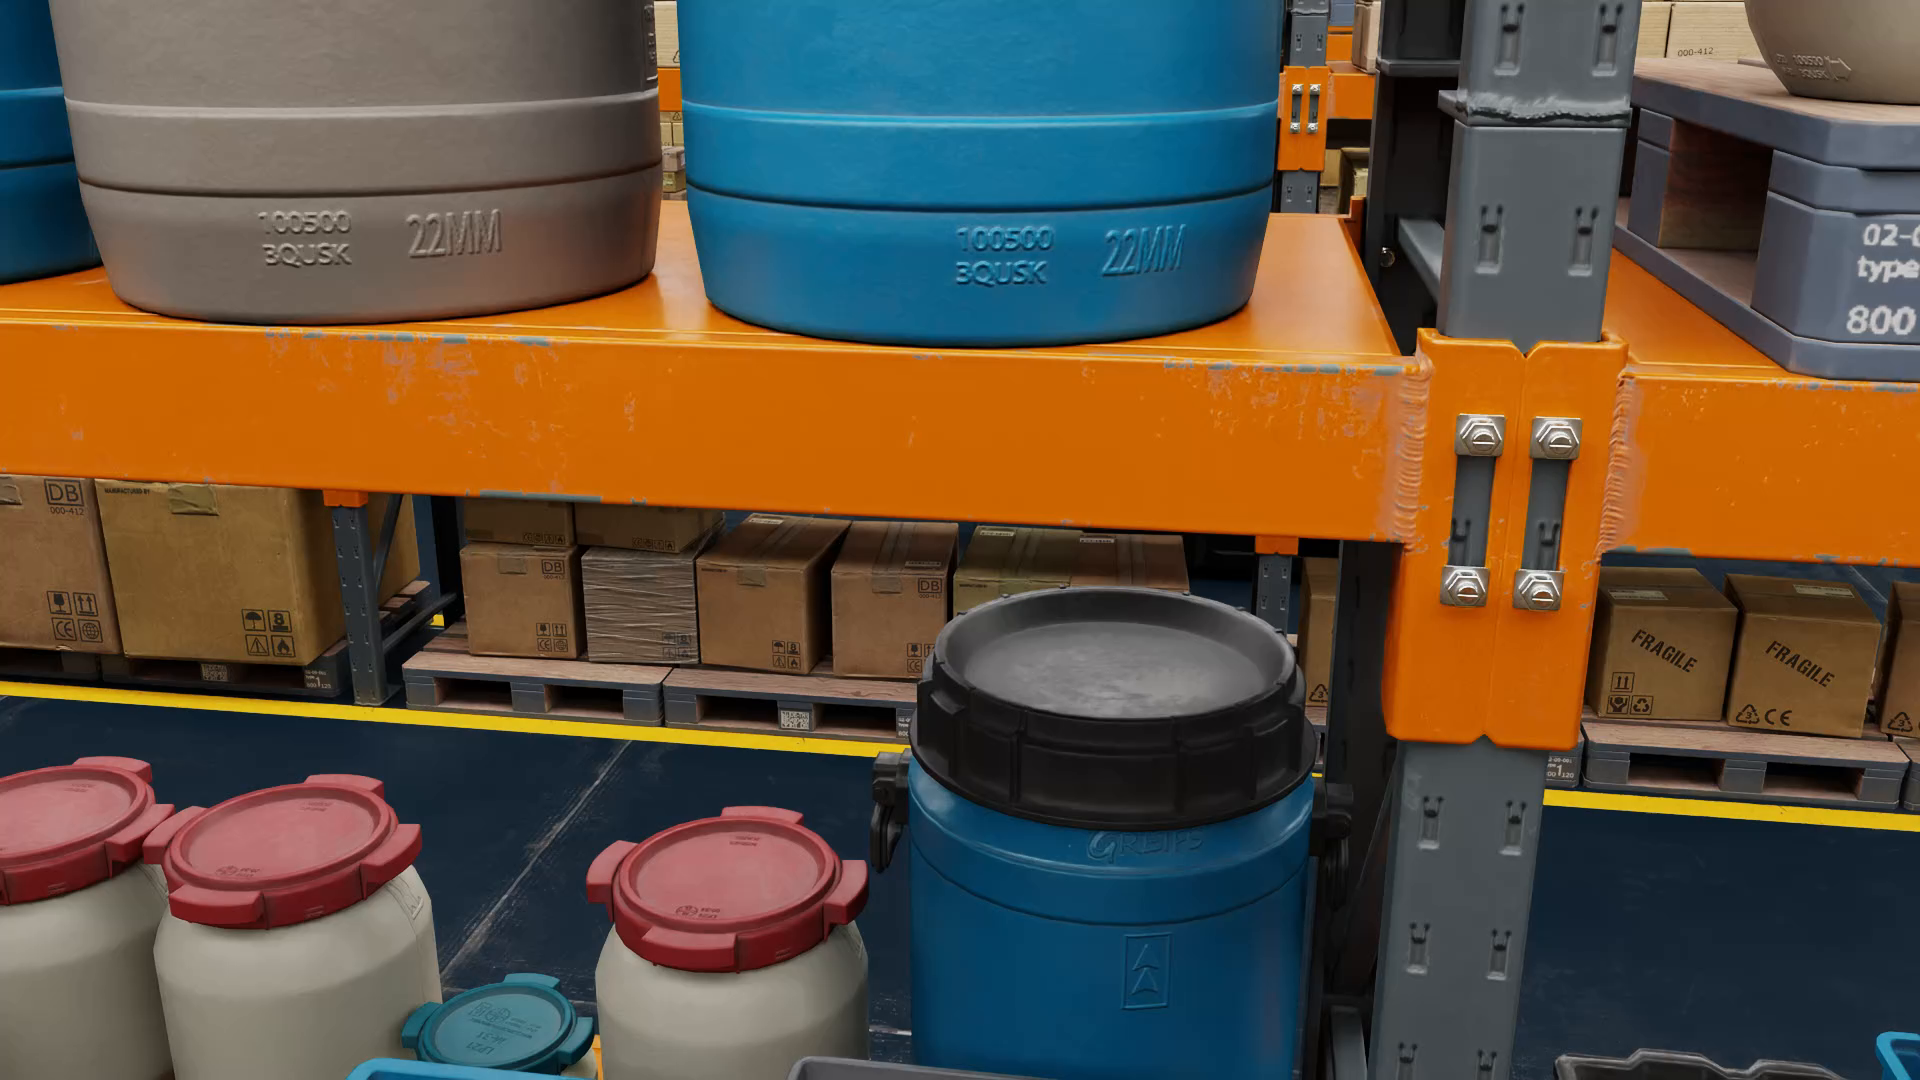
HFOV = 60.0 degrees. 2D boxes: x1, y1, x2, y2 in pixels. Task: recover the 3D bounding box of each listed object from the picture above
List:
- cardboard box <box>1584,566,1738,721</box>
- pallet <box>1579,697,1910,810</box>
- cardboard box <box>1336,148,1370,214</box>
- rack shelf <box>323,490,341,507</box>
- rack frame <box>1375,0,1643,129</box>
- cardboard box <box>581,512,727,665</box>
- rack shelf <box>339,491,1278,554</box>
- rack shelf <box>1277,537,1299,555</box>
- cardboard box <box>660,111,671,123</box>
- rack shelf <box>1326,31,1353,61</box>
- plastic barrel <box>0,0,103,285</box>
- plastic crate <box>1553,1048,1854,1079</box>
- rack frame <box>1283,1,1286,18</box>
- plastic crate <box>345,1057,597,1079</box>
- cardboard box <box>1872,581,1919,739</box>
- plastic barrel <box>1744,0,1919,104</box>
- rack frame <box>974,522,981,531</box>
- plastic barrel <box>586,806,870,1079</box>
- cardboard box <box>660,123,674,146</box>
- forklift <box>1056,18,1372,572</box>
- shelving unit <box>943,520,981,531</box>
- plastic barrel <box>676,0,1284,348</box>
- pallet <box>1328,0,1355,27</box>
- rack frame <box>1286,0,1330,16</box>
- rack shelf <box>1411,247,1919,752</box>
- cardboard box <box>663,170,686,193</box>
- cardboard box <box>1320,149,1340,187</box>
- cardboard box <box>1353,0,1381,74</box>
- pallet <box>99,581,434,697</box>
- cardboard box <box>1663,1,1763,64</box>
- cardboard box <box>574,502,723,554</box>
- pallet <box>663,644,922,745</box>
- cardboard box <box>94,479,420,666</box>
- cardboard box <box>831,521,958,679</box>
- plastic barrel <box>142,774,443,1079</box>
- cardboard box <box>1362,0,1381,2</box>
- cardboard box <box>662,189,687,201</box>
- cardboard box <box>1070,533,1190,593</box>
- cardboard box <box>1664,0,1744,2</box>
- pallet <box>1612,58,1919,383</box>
[{"bbox_3d":[2.922,0.432,7.062,0.500,0.500,0.500,1,19,4],"label":"cardboard box"},{"bbox_3d":[3.218,0.786,7.122,1.213,0.211,1.003,3,19,9],"label":"pallet"},{"bbox_3d":[1.829,-1.346,6.897,0.500,0.500,0.500,3,19,9],"label":"cardboard box"},{"bbox_3d":[-4.583,-0.581,7.945,4.000,0.370,1.077,3,19,9],"label":"rack shelf"},{"bbox_3d":[0.556,-1.913,1.339,0.127,3.000,1.000,3,19,9],"label":"rack frame"},{"bbox_3d":[-1.394,0.207,7.703,0.500,0.500,0.700,1,19,4],"label":"cardboard box"},{"bbox_3d":[-0.633,-0.379,7.343,4.000,0.370,1.077,3,19,9],"label":"rack shelf"},{"bbox_3d":[3.316,-0.178,6.742,4.000,0.370,1.077,3,19,9],"label":"rack shelf"},{"bbox_3d":[-3.084,-4.470,16.701,0.500,0.500,0.500,3,19,8],"label":"cardboard box"},{"bbox_3d":[4.203,-3.149,10.895,4.000,0.370,1.077,3,19,9],"label":"rack shelf"},{"bbox_3d":[-1.272,-0.752,1.805,0.708,0.901,0.600,3,19,9],"label":"plastic barrel"},{"bbox_3d":[1.052,1.027,2.103,0.504,0.338,0.767,3,19,9],"label":"plastic crate"},{"bbox_3d":[2.228,-2.169,11.557,0.127,3.000,1.000,3,19,9],"label":"rack frame"},{"bbox_3d":[-0.583,0.981,2.168,0.575,0.384,0.392,3,19,9],"label":"plastic crate"},{"bbox_3d":[4.081,0.512,6.824,0.500,0.500,0.500,8,20,23],"label":"cardboard box"},{"bbox_3d":[0.950,-0.660,1.482,0.421,0.512,0.421,0,18,0],"label":"plastic barrel"},{"bbox_3d":[0.105,-0.564,9.597,0.006,1.200,0.240,3,19,9],"label":"rack frame"},{"bbox_3d":[-0.354,0.750,2.619,0.433,0.535,0.433,0,18,0],"label":"plastic barrel"},{"bbox_3d":[-3.083,-4.107,16.798,0.500,0.250,0.500,2,19,7],"label":"cardboard box"},{"bbox_3d":[2.096,-1.312,9.104,3.031,2.935,1.130,3,19,8],"label":"forklift"},{"bbox_3d":[0.014,-0.568,9.611,0.189,1.200,0.258,3,19,9],"label":"shelving unit"},{"bbox_3d":[0.019,-0.686,1.609,0.708,0.901,0.600,3,19,9],"label":"plastic barrel"},{"bbox_3d":[3.034,-3.505,10.963,1.213,0.211,1.003,3,19,9],"label":"pallet"},{"bbox_3d":[1.341,-3.465,5.977,0.127,3.000,1.000,3,19,9],"label":"rack frame"},{"bbox_3d":[2.530,-0.049,1.628,4.000,0.370,1.077,3,19,9],"label":"rack shelf"},{"bbox_3d":[-2.167,-2.678,12.346,0.250,0.149,0.380,4,19,11],"label":"cardboard box"},{"bbox_3d":[2.587,-2.723,11.275,0.550,0.550,0.875,3,19,9],"label":"cardboard box"},{"bbox_3d":[1.745,-1.868,6.169,0.500,0.250,0.500,2,19,7],"label":"cardboard box"},{"bbox_3d":[-3.374,0.438,8.162,1.213,0.211,1.003,3,19,9],"label":"pallet"},{"bbox_3d":[2.757,-1.815,6.009,0.500,0.250,0.500,2,19,6],"label":"cardboard box"},{"bbox_3d":[-1.416,-0.152,7.595,0.500,0.250,0.500,5,19,15],"label":"cardboard box"},{"bbox_3d":[-0.636,0.603,7.668,1.213,0.211,1.003,3,19,9],"label":"pallet"},{"bbox_3d":[-3.286,-0.054,7.924,0.875,0.875,1.225,2,19,6],"label":"cardboard box"},{"bbox_3d":[-0.282,0.261,7.541,0.500,0.500,0.700,1,19,4],"label":"cardboard box"},{"bbox_3d":[-1.078,0.714,2.729,0.433,0.535,0.433,0,18,0],"label":"plastic barrel"},{"bbox_3d":[1.613,-2.047,6.076,0.250,0.149,0.380,2,19,7],"label":"cardboard box"},{"bbox_3d":[-2.131,-2.536,12.389,0.250,0.149,0.380,3,19,8],"label":"cardboard box"},{"bbox_3d":[0.739,0.319,7.368,0.500,0.500,0.700,1,19,4],"label":"cardboard box"},{"bbox_3d":[2.650,-1.995,5.920,0.250,0.149,0.380,3,19,8],"label":"cardboard box"},{"bbox_3d":[1.284,-0.395,1.828,1.003,0.211,1.213,3,19,9],"label":"pallet"}]
